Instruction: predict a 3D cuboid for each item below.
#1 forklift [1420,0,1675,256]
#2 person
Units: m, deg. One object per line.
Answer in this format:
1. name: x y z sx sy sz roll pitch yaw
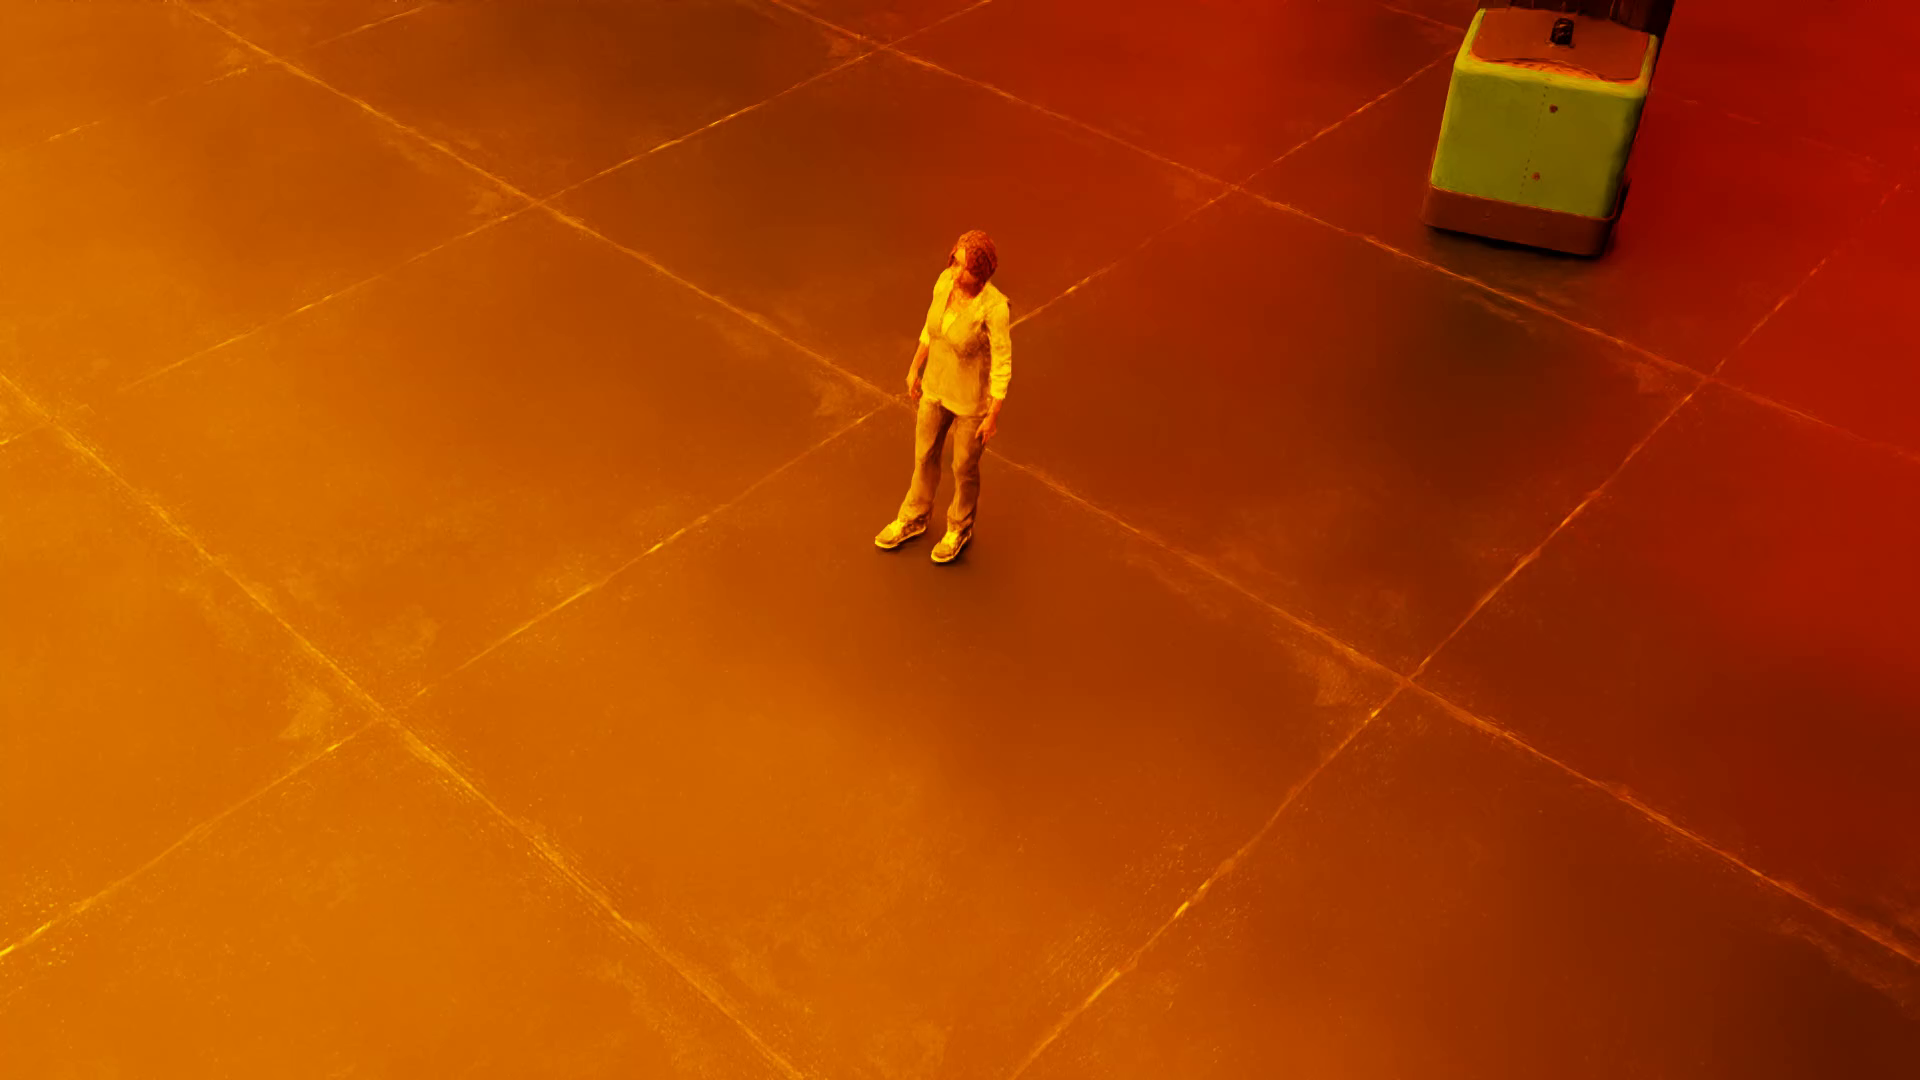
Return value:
1. forklift: 3.738 -3.689 9.728 1.130 2.935 3.031 15 43 17
2. person: -0.060 -0.582 7.120 0.521 1.597 0.474 31 49 31
